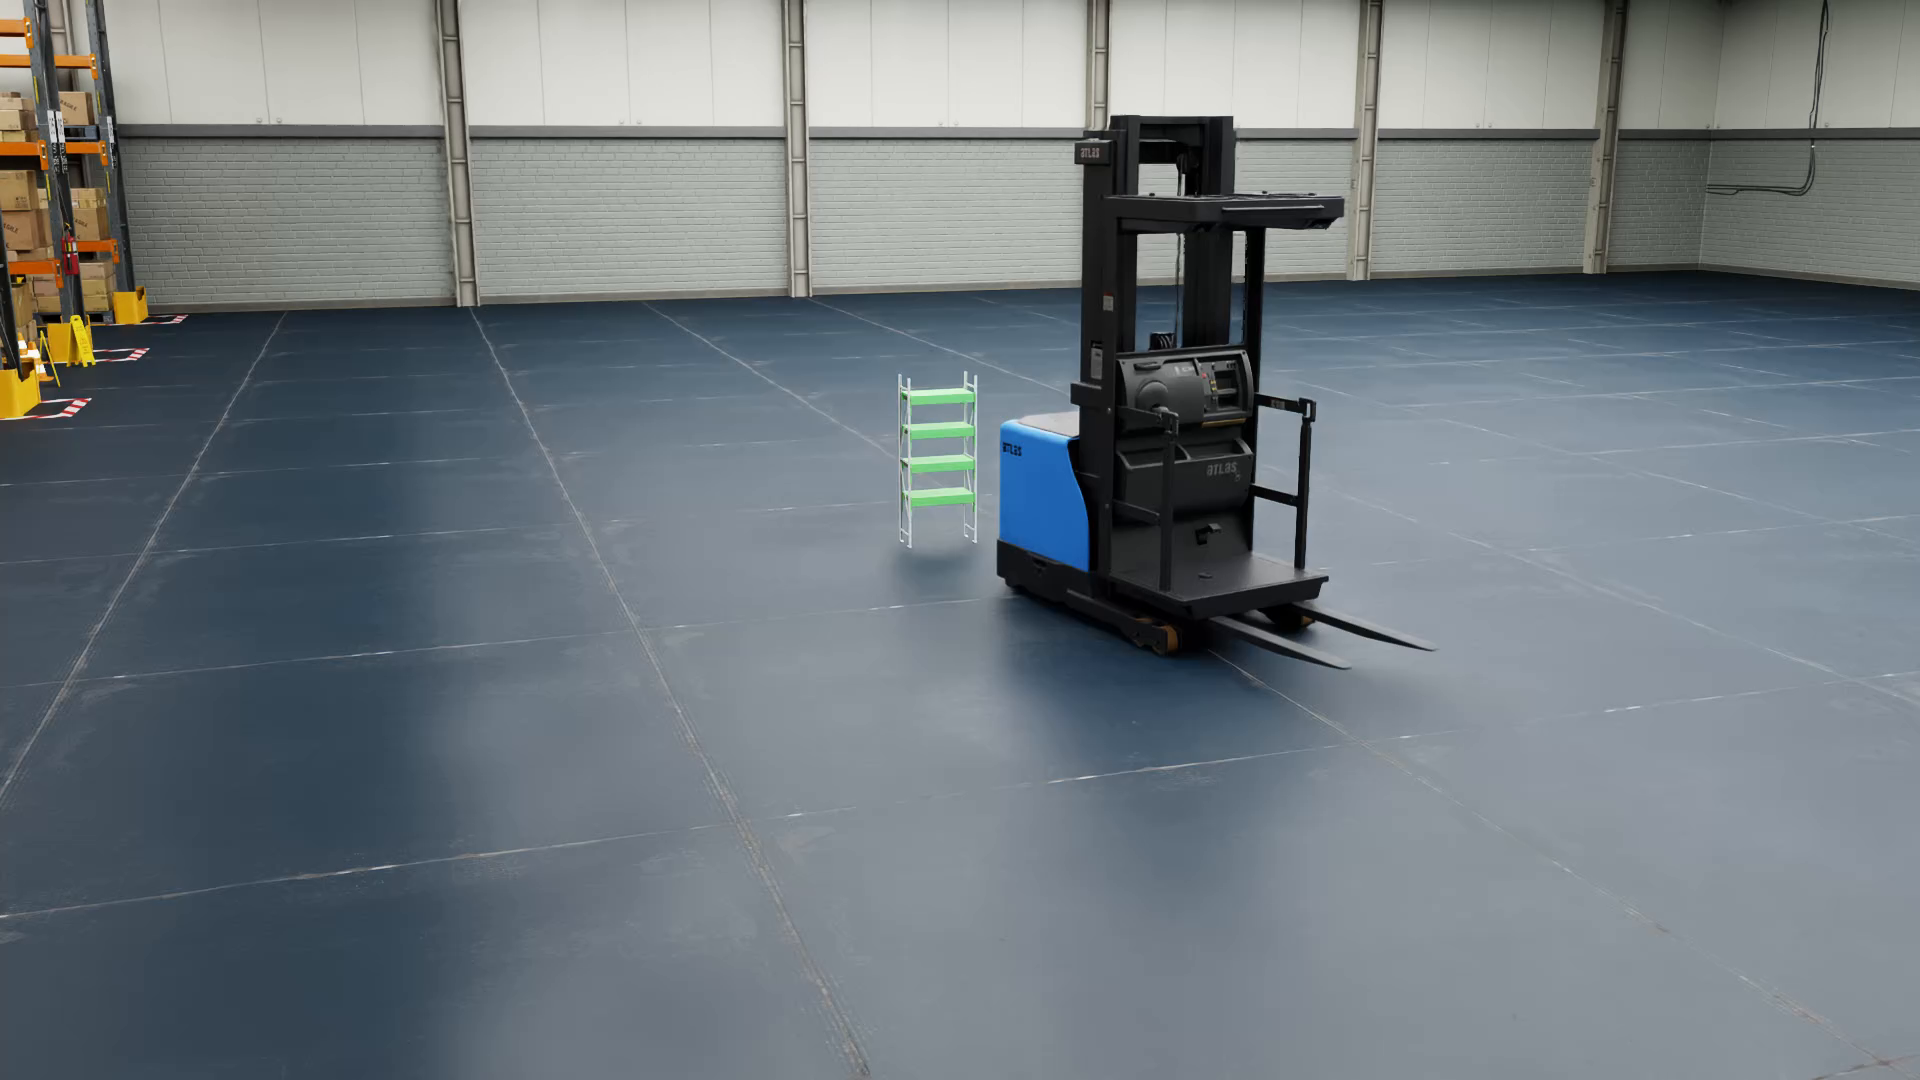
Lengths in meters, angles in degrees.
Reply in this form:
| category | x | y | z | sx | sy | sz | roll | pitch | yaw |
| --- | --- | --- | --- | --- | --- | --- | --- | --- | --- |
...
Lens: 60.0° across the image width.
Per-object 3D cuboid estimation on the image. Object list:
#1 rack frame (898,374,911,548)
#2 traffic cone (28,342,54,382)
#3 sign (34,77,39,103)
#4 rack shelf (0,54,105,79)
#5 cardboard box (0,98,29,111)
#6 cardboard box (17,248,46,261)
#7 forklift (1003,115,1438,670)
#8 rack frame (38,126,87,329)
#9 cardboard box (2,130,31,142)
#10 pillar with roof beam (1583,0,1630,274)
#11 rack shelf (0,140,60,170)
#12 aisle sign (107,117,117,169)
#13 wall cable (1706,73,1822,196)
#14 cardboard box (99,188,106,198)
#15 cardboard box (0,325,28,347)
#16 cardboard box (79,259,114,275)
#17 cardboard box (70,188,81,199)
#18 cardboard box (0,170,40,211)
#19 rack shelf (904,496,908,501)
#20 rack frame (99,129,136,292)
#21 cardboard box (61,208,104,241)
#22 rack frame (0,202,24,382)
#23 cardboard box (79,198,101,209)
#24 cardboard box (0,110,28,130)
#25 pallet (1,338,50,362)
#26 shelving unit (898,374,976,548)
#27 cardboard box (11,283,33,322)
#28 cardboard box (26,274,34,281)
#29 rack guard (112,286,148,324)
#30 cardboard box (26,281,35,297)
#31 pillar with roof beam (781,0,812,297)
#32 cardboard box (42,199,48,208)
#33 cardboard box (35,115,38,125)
| category | x | y | z | sx | sy | sz | roll | pitch | yaw |
| --- | --- | --- | --- | --- | --- | --- | --- | --- | --- |
| rack frame | -0.388 | -0.553 | 11.715 | 0.015 | 1.200 | 0.240 | -4 | 14 | -18 |
| traffic cone | -11.166 | -2.160 | 20.064 | 0.334 | 0.463 | 0.336 | -4 | 14 | -18 |
| sign | -11.688 | -5.694 | 21.043 | 0.005 | 0.325 | 0.100 | -4 | 14 | -18 |
| rack shelf | -15.328 | -7.242 | 25.401 | 4.000 | 0.370 | 1.077 | -4 | 14 | -18 |
| cardboard box | -12.072 | -5.563 | 21.223 | 0.250 | 0.149 | 0.380 | -4 | 14 | -18 |
| cardboard box | -12.132 | -3.731 | 21.727 | 0.250 | 0.149 | 0.380 | -4 | 14 | -16 |
| forklift | 1.423 | -0.905 | 9.451 | 1.121 | 2.935 | 3.031 | -8 | 16 | -30 |
| rack frame | -11.846 | -3.928 | 22.011 | 0.127 | 3.000 | 1.000 | -4 | 14 | -18 |
| cardboard box | -12.095 | -5.177 | 21.324 | 0.250 | 0.149 | 0.380 | -4 | 14 | -18 |
| pillar with roof beam | 15.427 | -9.351 | 31.846 | 0.400 | 9.000 | 9.100 | -4 | 14 | -18 |
| rack shelf | -13.741 | -4.889 | 21.126 | 4.000 | 0.370 | 1.077 | -4 | 14 | -18 |
| aisle sign | -13.276 | -6.221 | 26.035 | 0.004 | 0.787 | 0.394 | -4 | 14 | -18 |
| wall cable | 17.267 | -8.712 | 35.870 | 0.112 | 2.526 | 3.097 | -4 | 14 | -18 |
| cardboard box | -13.819 | -5.547 | 26.558 | 0.250 | 0.149 | 0.380 | -5 | 14 | -19 |
| cardboard box | -12.549 | -2.674 | 21.774 | 0.500 | 0.250 | 0.500 | -5 | 14 | -18 |
| cardboard box | -13.948 | -4.375 | 26.766 | 0.500 | 0.250 | 0.500 | -5 | 14 | -19 |
| cardboard box | -13.929 | -5.427 | 26.055 | 0.250 | 0.149 | 0.380 | -4 | 14 | -18 |
| cardboard box | -12.260 | -4.522 | 21.489 | 0.500 | 0.500 | 0.700 | -5 | 14 | -19 |
| rack shelf | -0.157 | -0.304 | 11.855 | 0.442 | 0.029 | 0.199 | -4 | 14 | -18 |
| rack frame | -13.432 | -5.016 | 26.586 | 0.127 | 3.000 | 1.000 | -4 | 14 | -18 |
| cardboard box | -13.815 | -4.971 | 26.180 | 0.500 | 0.500 | 0.500 | -5 | 14 | -19 |
| rack frame | -10.171 | -2.849 | 17.478 | 0.127 | 3.000 | 1.000 | -4 | 14 | -18 |
| cardboard box | -13.672 | -5.293 | 26.134 | 0.250 | 0.149 | 0.380 | -4 | 14 | -17 |
| cardboard box | -12.245 | -5.362 | 21.239 | 0.500 | 0.250 | 0.500 | -5 | 14 | -19 |
| pallet | -12.699 | -2.513 | 22.090 | 1.213 | 0.211 | 1.003 | -4 | 14 | -18 |
| shelving unit | -0.162 | -0.571 | 11.789 | 0.492 | 1.200 | 0.258 | -4 | 14 | -18 |
| cardboard box | -12.721 | -3.158 | 22.190 | 0.500 | 0.500 | 0.500 | -5 | 14 | -20 |
| cardboard box | -14.727 | -4.188 | 25.980 | 0.500 | 0.250 | 0.500 | -4 | 14 | -17 |
| rack guard | -13.410 | -3.802 | 26.883 | 0.348 | 0.500 | 1.175 | -4 | 14 | -18 |
| cardboard box | -14.755 | -3.944 | 26.034 | 0.500 | 0.250 | 0.500 | -5 | 14 | -19 |
| pillar with roof beam | -1.633 | -8.022 | 26.261 | 0.400 | 9.000 | 9.100 | -4 | 14 | -18 |
| cardboard box | -14.170 | -5.262 | 26.003 | 0.250 | 0.149 | 0.380 | -4 | 14 | -17 |
| cardboard box | -14.121 | -6.478 | 25.671 | 0.250 | 0.149 | 0.380 | -5 | 14 | -20 |
